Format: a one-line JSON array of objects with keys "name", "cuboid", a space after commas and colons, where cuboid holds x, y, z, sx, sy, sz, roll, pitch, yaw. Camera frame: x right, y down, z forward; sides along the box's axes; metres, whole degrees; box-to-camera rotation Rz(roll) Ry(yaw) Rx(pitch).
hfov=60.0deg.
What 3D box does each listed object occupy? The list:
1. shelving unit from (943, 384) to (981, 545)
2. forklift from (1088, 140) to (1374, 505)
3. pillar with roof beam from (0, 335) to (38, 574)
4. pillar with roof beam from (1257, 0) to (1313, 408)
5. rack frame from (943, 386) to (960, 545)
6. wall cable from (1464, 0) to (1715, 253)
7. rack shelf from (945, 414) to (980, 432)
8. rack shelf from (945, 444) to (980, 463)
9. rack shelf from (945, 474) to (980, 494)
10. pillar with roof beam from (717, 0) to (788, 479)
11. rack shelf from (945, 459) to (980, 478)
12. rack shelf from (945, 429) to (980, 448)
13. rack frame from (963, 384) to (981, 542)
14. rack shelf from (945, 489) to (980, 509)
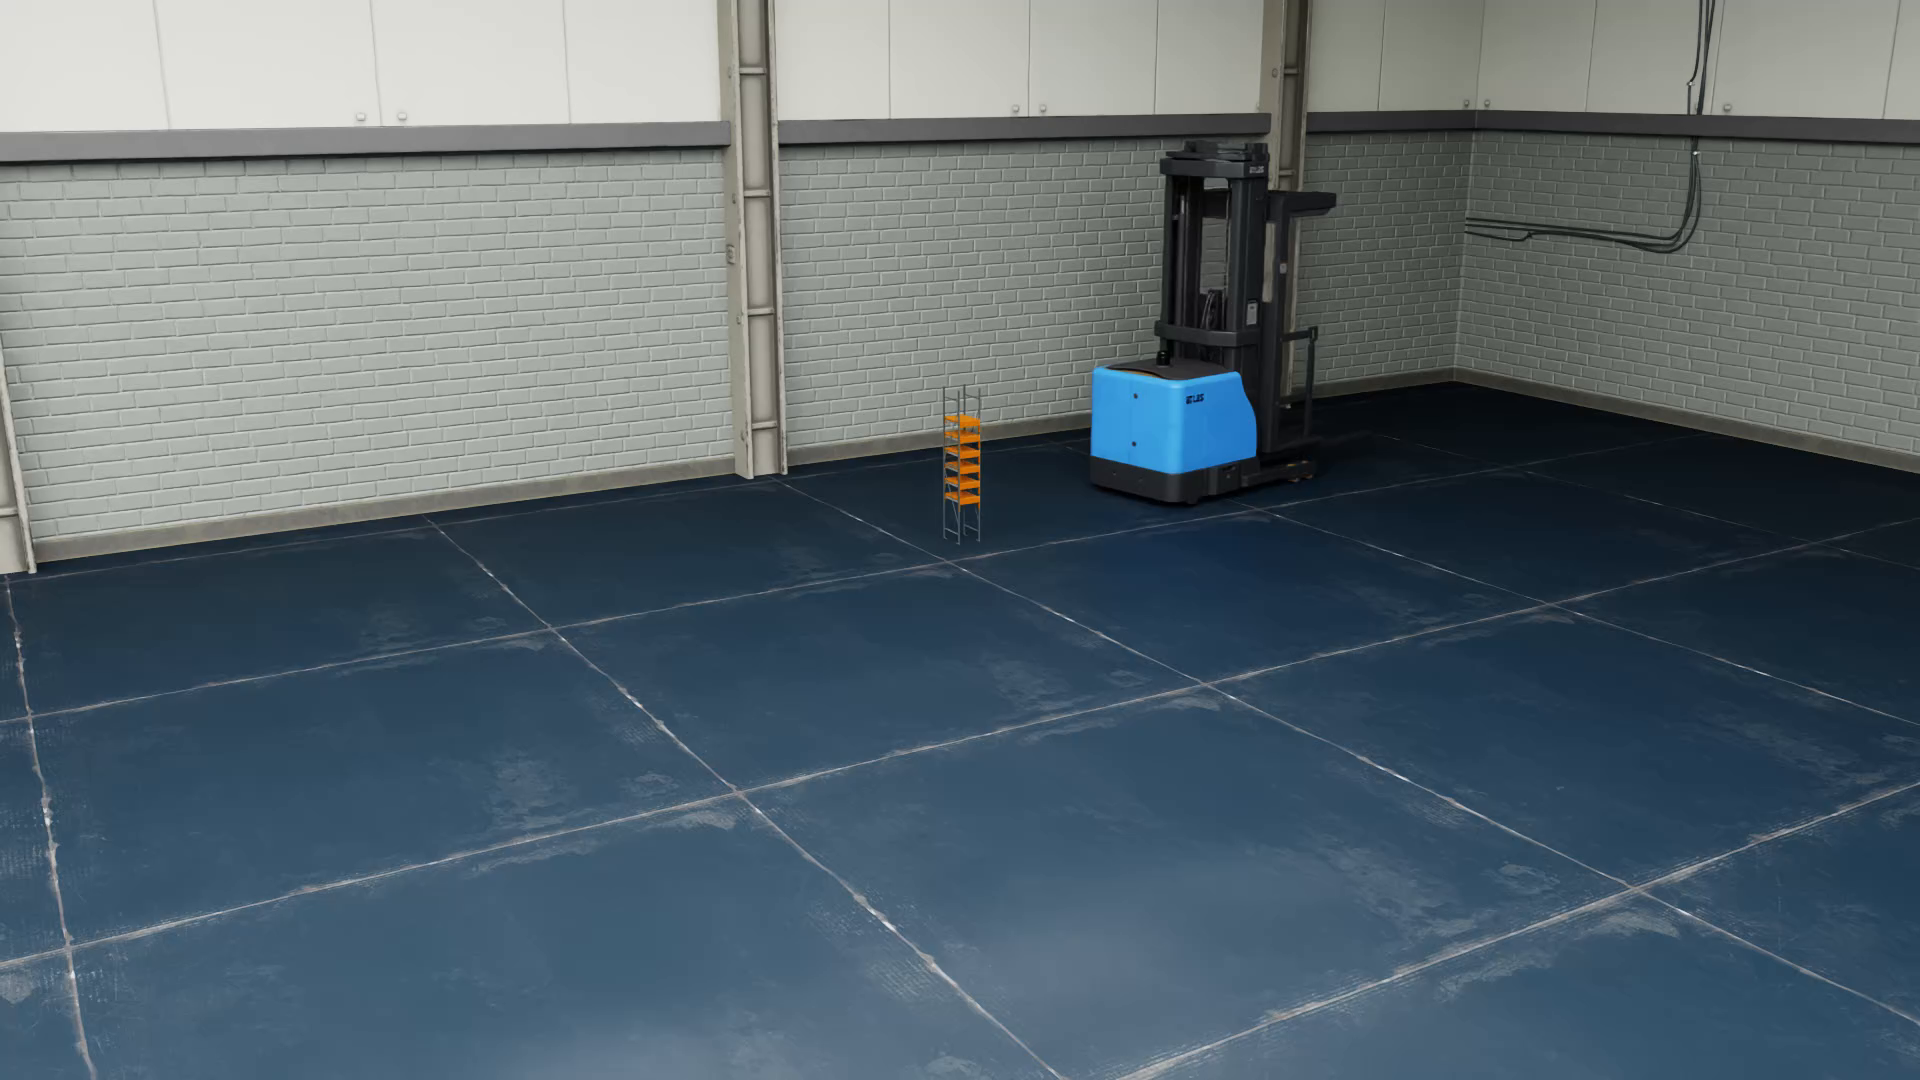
[{"name": "shelving unit", "cuboid": [0.012, -0.580, 12.755, 0.189, 1.200, 0.258, -9, 18, -30]}, {"name": "forklift", "cuboid": [2.555, -2.016, 14.670, 3.031, 2.935, 1.130, -13, 20, -39]}, {"name": "pillar with roof beam", "cuboid": [-4.729, -3.109, 7.330, 0.400, 9.000, 9.100, -9, 18, -30]}, {"name": "pillar with roof beam", "cuboid": [5.558, -4.777, 13.281, 0.400, 9.000, 9.100, -9, 18, -30]}, {"name": "rack frame", "cuboid": [-0.066, -0.567, 12.710, 0.006, 1.200, 0.240, -9, 18, -30]}, {"name": "wall cable", "cuboid": [6.547, -4.382, 17.623, 0.112, 2.526, 3.097, -9, 18, -30]}, {"name": "rack shelf", "cuboid": [0.012, -0.884, 12.670, 0.180, 0.103, 0.258, -9, 18, -30]}, {"name": "rack shelf", "cuboid": [0.012, -0.653, 12.735, 0.180, 0.103, 0.258, -9, 18, -30]}, {"name": "rack shelf", "cuboid": [0.012, -0.421, 12.799, 0.180, 0.103, 0.258, -9, 18, -30]}, {"name": "pillar with roof beam", "cuboid": [0.414, -3.943, 10.305, 0.400, 9.000, 9.100, -9, 18, -30]}, {"name": "rack shelf", "cuboid": [0.012, -0.537, 12.767, 0.180, 0.103, 0.258, -9, 18, -30]}, {"name": "rack shelf", "cuboid": [0.012, -0.768, 12.702, 0.180, 0.103, 0.258, -9, 18, -30]}, {"name": "rack frame", "cuboid": [0.091, -0.592, 12.800, 0.006, 1.200, 0.240, -9, 18, -30]}, {"name": "rack shelf", "cuboid": [0.012, -0.306, 12.832, 0.180, 0.103, 0.258, -9, 18, -30]}]
